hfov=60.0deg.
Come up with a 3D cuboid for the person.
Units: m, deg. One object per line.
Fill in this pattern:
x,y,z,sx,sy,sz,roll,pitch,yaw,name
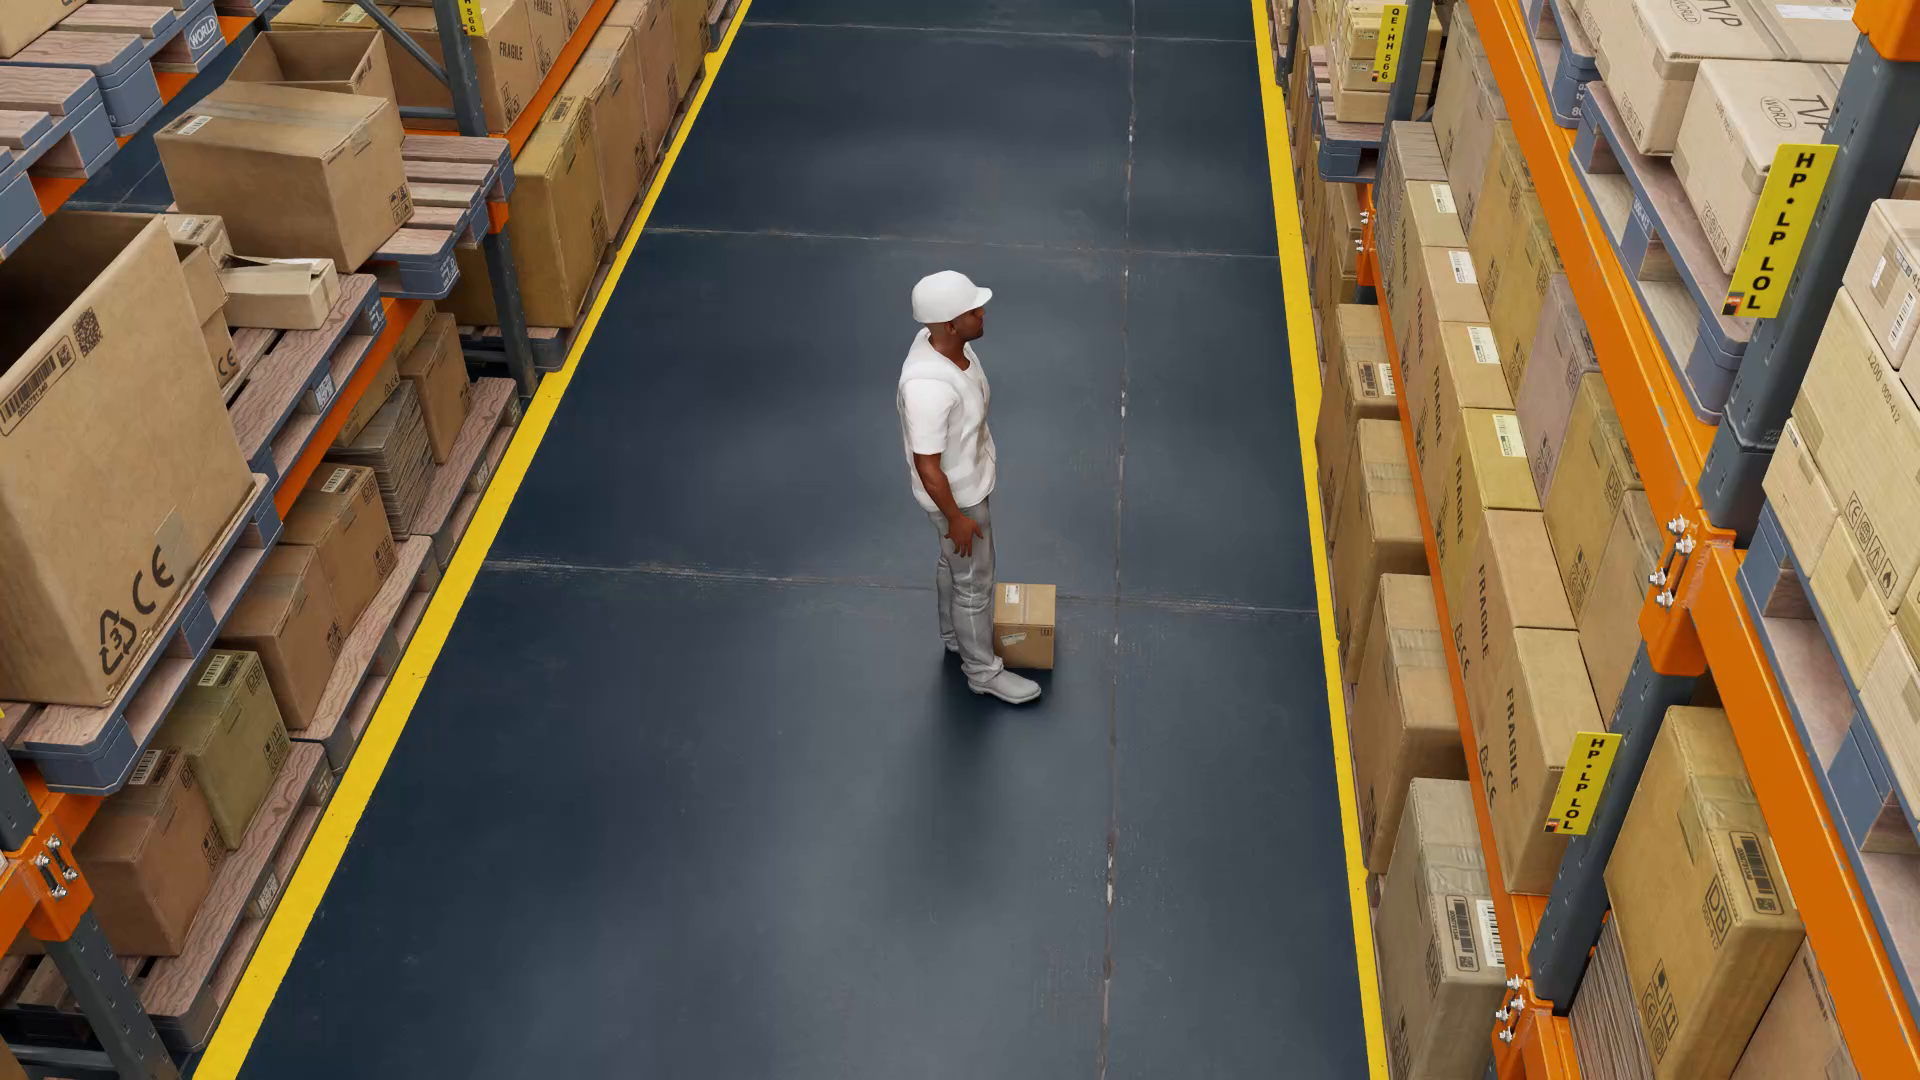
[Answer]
0.064,-0.224,6.392,0.576,1.766,0.665,3,40,4,person
